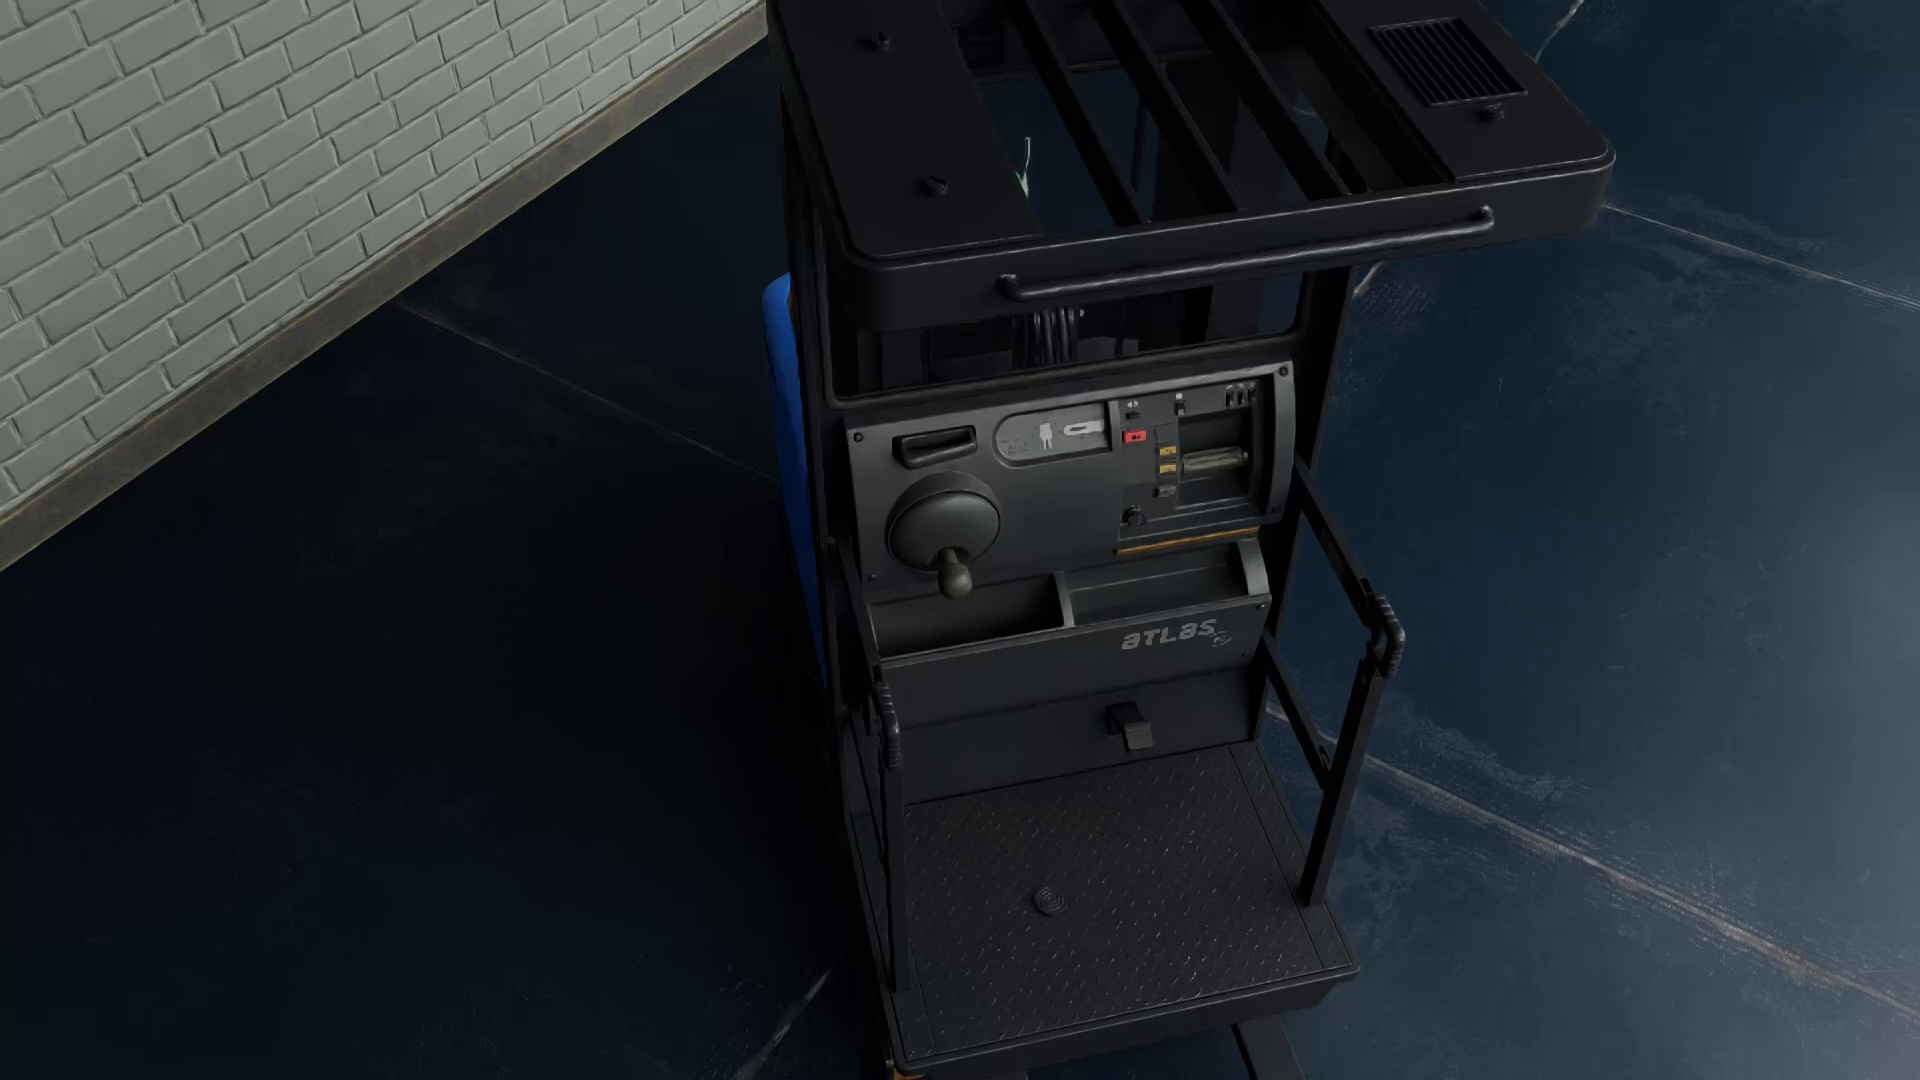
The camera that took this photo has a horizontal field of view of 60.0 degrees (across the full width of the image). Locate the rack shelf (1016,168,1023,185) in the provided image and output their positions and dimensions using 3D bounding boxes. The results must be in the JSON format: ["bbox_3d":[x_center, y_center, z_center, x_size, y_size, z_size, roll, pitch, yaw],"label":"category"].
[{"bbox_3d":[-0.062,-0.934,4.741,0.480,0.148,0.258,2,46,2],"label":"rack shelf"}]

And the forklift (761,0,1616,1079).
[{"bbox_3d":[0.286,-0.034,3.240,1.130,2.935,3.031,-9,47,-9],"label":"forklift"}]

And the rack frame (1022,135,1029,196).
[{"bbox_3d":[0.182,-0.636,5.031,0.015,1.200,0.240,2,46,2],"label":"rack frame"}]

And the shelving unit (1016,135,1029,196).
[{"bbox_3d":[-0.062,-0.644,5.039,0.503,1.200,0.258,2,46,2],"label":"shelving unit"}]
